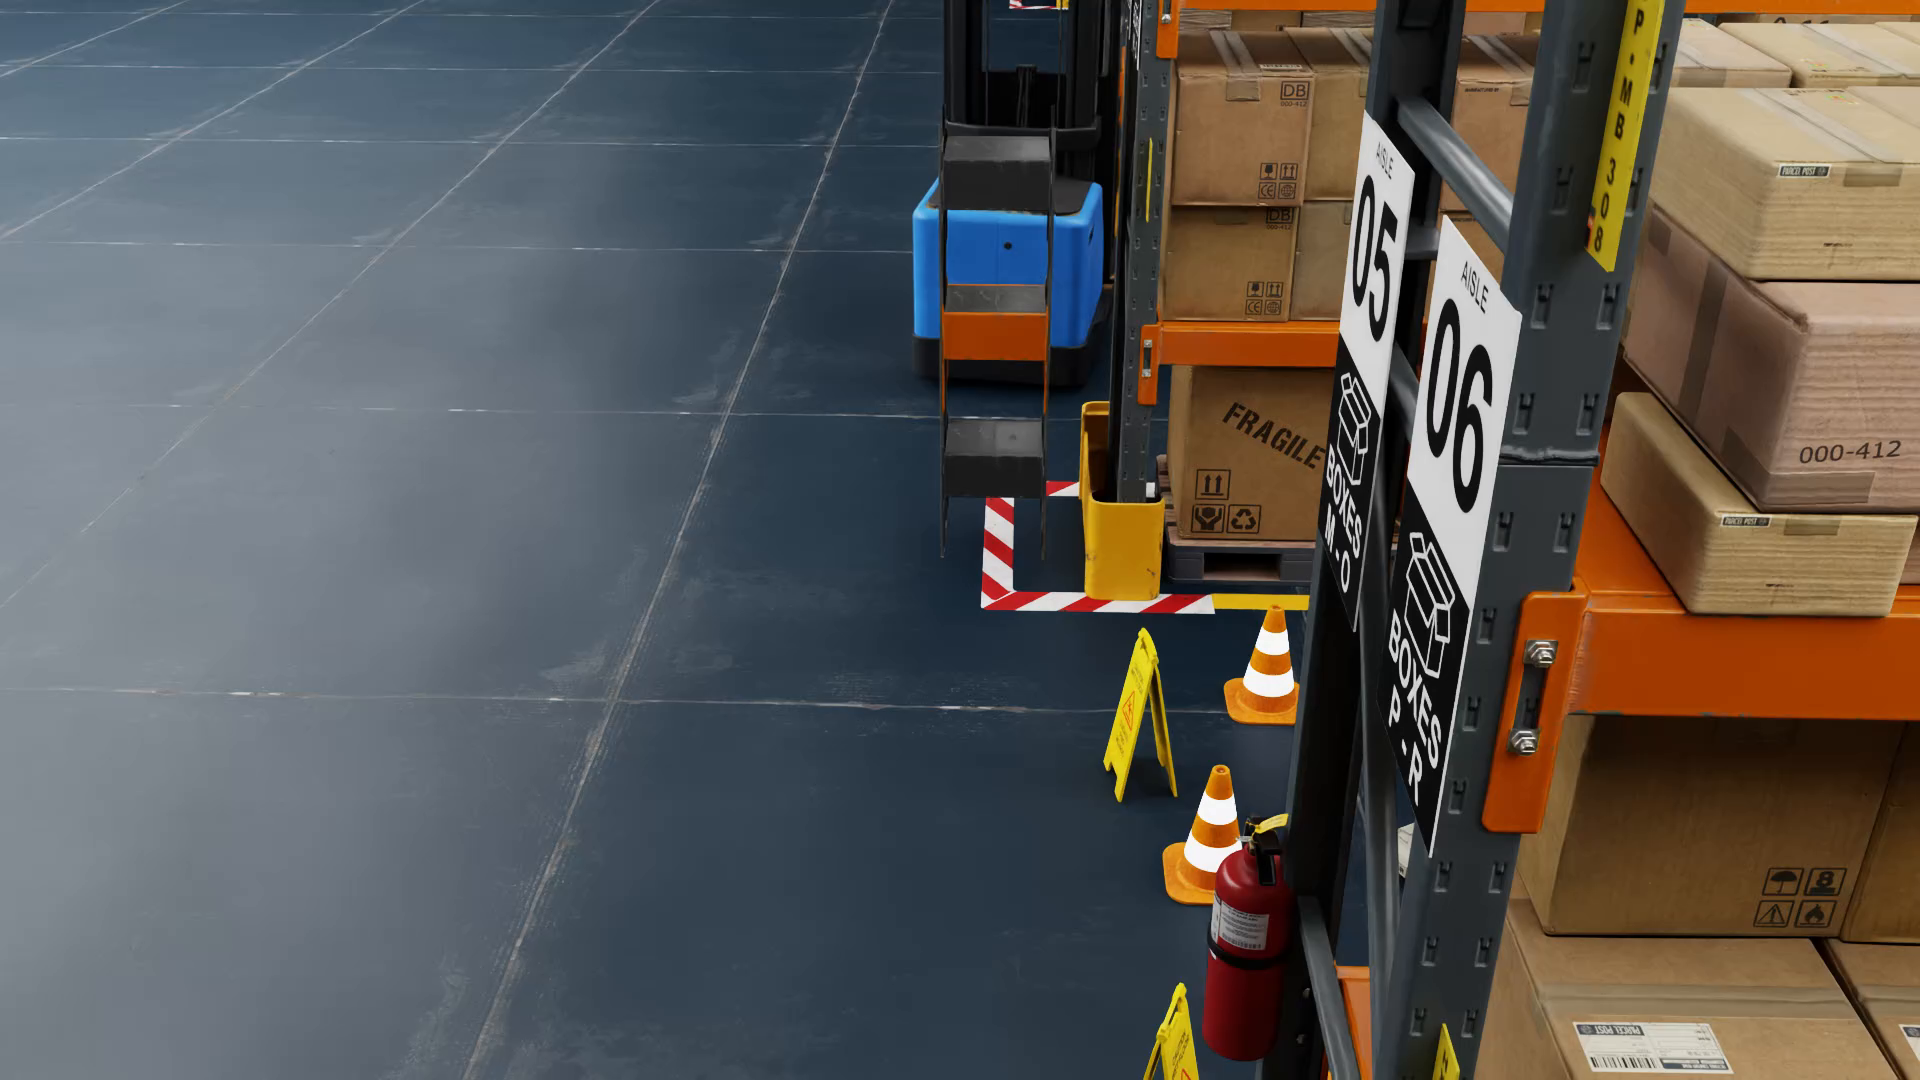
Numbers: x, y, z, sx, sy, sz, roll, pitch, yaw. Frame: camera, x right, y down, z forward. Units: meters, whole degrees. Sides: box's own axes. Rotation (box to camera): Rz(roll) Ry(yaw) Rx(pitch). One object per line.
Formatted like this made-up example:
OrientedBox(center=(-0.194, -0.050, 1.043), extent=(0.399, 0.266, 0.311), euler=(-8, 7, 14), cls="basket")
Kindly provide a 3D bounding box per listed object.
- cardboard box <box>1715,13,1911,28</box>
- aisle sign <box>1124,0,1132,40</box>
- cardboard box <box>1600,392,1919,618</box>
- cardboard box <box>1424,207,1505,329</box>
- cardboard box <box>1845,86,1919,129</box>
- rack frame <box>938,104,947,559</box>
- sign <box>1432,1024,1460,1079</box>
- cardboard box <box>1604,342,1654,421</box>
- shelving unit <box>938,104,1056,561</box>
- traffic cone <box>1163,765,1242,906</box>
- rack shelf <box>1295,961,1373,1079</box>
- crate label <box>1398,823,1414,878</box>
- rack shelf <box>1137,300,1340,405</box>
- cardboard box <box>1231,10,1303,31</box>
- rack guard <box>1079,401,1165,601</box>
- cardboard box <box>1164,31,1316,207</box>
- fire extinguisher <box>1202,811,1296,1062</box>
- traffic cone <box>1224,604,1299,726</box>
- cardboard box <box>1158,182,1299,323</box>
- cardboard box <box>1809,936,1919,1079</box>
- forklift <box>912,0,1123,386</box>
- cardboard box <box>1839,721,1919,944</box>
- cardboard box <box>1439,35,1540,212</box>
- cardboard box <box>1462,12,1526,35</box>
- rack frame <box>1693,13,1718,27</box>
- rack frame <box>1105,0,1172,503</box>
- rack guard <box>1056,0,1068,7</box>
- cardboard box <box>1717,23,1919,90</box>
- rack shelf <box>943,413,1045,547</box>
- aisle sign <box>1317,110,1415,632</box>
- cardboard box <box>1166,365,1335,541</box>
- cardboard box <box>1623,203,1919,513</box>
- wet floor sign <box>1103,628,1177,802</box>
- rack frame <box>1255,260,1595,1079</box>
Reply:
OrientedBox(center=(5.863, -3.943, 11.397), extent=(1.000, 1.000, 1.000), euler=(1, 28, 2), cls="cardboard box")
OrientedBox(center=(0.740, -2.607, 7.191), extent=(0.004, 0.787, 0.394), euler=(1, 28, 2), cls="aisle sign")
OrientedBox(center=(1.047, -0.056, 2.218), extent=(0.250, 0.149, 0.380), euler=(1, 28, 2), cls="cardboard box")
OrientedBox(center=(2.279, -1.332, 7.399), extent=(0.550, 0.550, 0.875), euler=(1, 28, 2), cls="cardboard box")
OrientedBox(center=(1.327, -0.467, 2.143), extent=(0.250, 0.149, 0.380), euler=(1, 28, 2), cls="cardboard box")
OrientedBox(center=(-0.078, -0.929, 7.761), extent=(0.015, 2.100, 0.400), euler=(1, 28, 2), cls="rack frame")
OrientedBox(center=(0.708, 0.873, 2.477), extent=(0.005, 0.325, 0.100), euler=(1, 28, 2), cls="sign")
OrientedBox(center=(1.093, -0.338, 2.751), extent=(0.250, 0.149, 0.380), euler=(1, 28, 2), cls="cardboard box")
OrientedBox(center=(0.165, -0.925, 7.753), extent=(0.503, 2.100, 0.431), euler=(1, 28, 2), cls="shelving unit")
OrientedBox(center=(0.902, 1.000, 5.869), extent=(0.334, 0.463, 0.336), euler=(1, 28, 2), cls="traffic cone")
OrientedBox(center=(2.726, 1.352, 3.265), extent=(4.000, 0.370, 1.077), euler=(1, 28, 2), cls="rack shelf")
OrientedBox(center=(1.690, 1.128, 5.976), extent=(0.298, 0.136, 0.250), euler=(-14, 31, -24), cls="crate label")
OrientedBox(center=(2.799, -0.966, 7.639), extent=(4.000, 0.370, 1.077), euler=(1, 28, 2), cls="rack shelf")
OrientedBox(center=(2.129, -3.839, 11.865), extent=(0.500, 0.500, 0.875), euler=(1, 28, 2), cls="cardboard box")
OrientedBox(center=(0.777, -0.213, 8.119), extent=(0.348, 0.500, 1.175), euler=(1, 28, 2), cls="rack guard")
OrientedBox(center=(1.170, -1.836, 7.199), extent=(0.550, 0.550, 0.875), euler=(1, 28, 2), cls="cardboard box")
OrientedBox(center=(0.629, 0.818, 3.587), extent=(0.183, 0.674, 0.296), euler=(1, 28, 2), cls="fire extinguisher")
OrientedBox(center=(1.281, 0.477, 6.856), extent=(0.334, 0.463, 0.336), euler=(1, 28, 2), cls="traffic cone")
OrientedBox(center=(1.173, -1.399, 7.526), extent=(0.550, 0.550, 0.875), euler=(1, 28, 2), cls="cardboard box")
OrientedBox(center=(1.708, 0.970, 2.792), extent=(0.500, 0.500, 0.500), euler=(2, 28, 3), cls="cardboard box")
OrientedBox(center=(0.485, -2.872, 10.538), extent=(1.130, 2.935, 3.031), euler=(5, 28, 9), cls="forklift")
OrientedBox(center=(1.751, 0.302, 2.986), extent=(0.500, 0.500, 0.700), euler=(1, 28, 2), cls="cardboard box")
OrientedBox(center=(2.278, -1.798, 7.125), extent=(0.550, 0.550, 0.875), euler=(1, 28, 2), cls="cardboard box")
OrientedBox(center=(3.625, -3.769, 11.733), extent=(0.500, 0.500, 0.875), euler=(1, 28, 2), cls="cardboard box")
OrientedBox(center=(5.074, -3.571, 11.784), extent=(0.127, 3.000, 1.000), euler=(1, 28, 2), cls="rack frame")
OrientedBox(center=(0.801, -1.317, 7.532), extent=(0.127, 3.000, 1.000), euler=(1, 28, 2), cls="rack frame")
OrientedBox(center=(1.406, -7.170, 21.242), extent=(0.348, 0.500, 1.175), euler=(1, 28, 2), cls="rack guard")
OrientedBox(center=(1.332, -0.676, 2.536), extent=(0.250, 0.149, 0.380), euler=(1, 28, 3), cls="cardboard box")
OrientedBox(center=(0.165, -0.294, 8.087), extent=(0.480, 0.518, 0.431), euler=(1, 28, 2), cls="rack shelf")
OrientedBox(center=(0.675, -0.284, 2.808), extent=(0.004, 0.787, 0.394), euler=(1, 28, 2), cls="aisle sign")
OrientedBox(center=(1.481, -0.584, 7.969), extent=(0.875, 0.875, 0.875), euler=(1, 28, 2), cls="cardboard box")
OrientedBox(center=(1.220, -0.256, 2.170), extent=(0.500, 0.250, 0.500), euler=(0, 28, 1), cls="cardboard box")
OrientedBox(center=(0.702, 0.649, 6.336), extent=(0.232, 0.644, 0.267), euler=(-4, 28, -7), cls="wet floor sign")
OrientedBox(center=(0.727, 1.001, 3.158), extent=(0.127, 3.000, 1.000), euler=(1, 28, 2), cls="rack frame")
